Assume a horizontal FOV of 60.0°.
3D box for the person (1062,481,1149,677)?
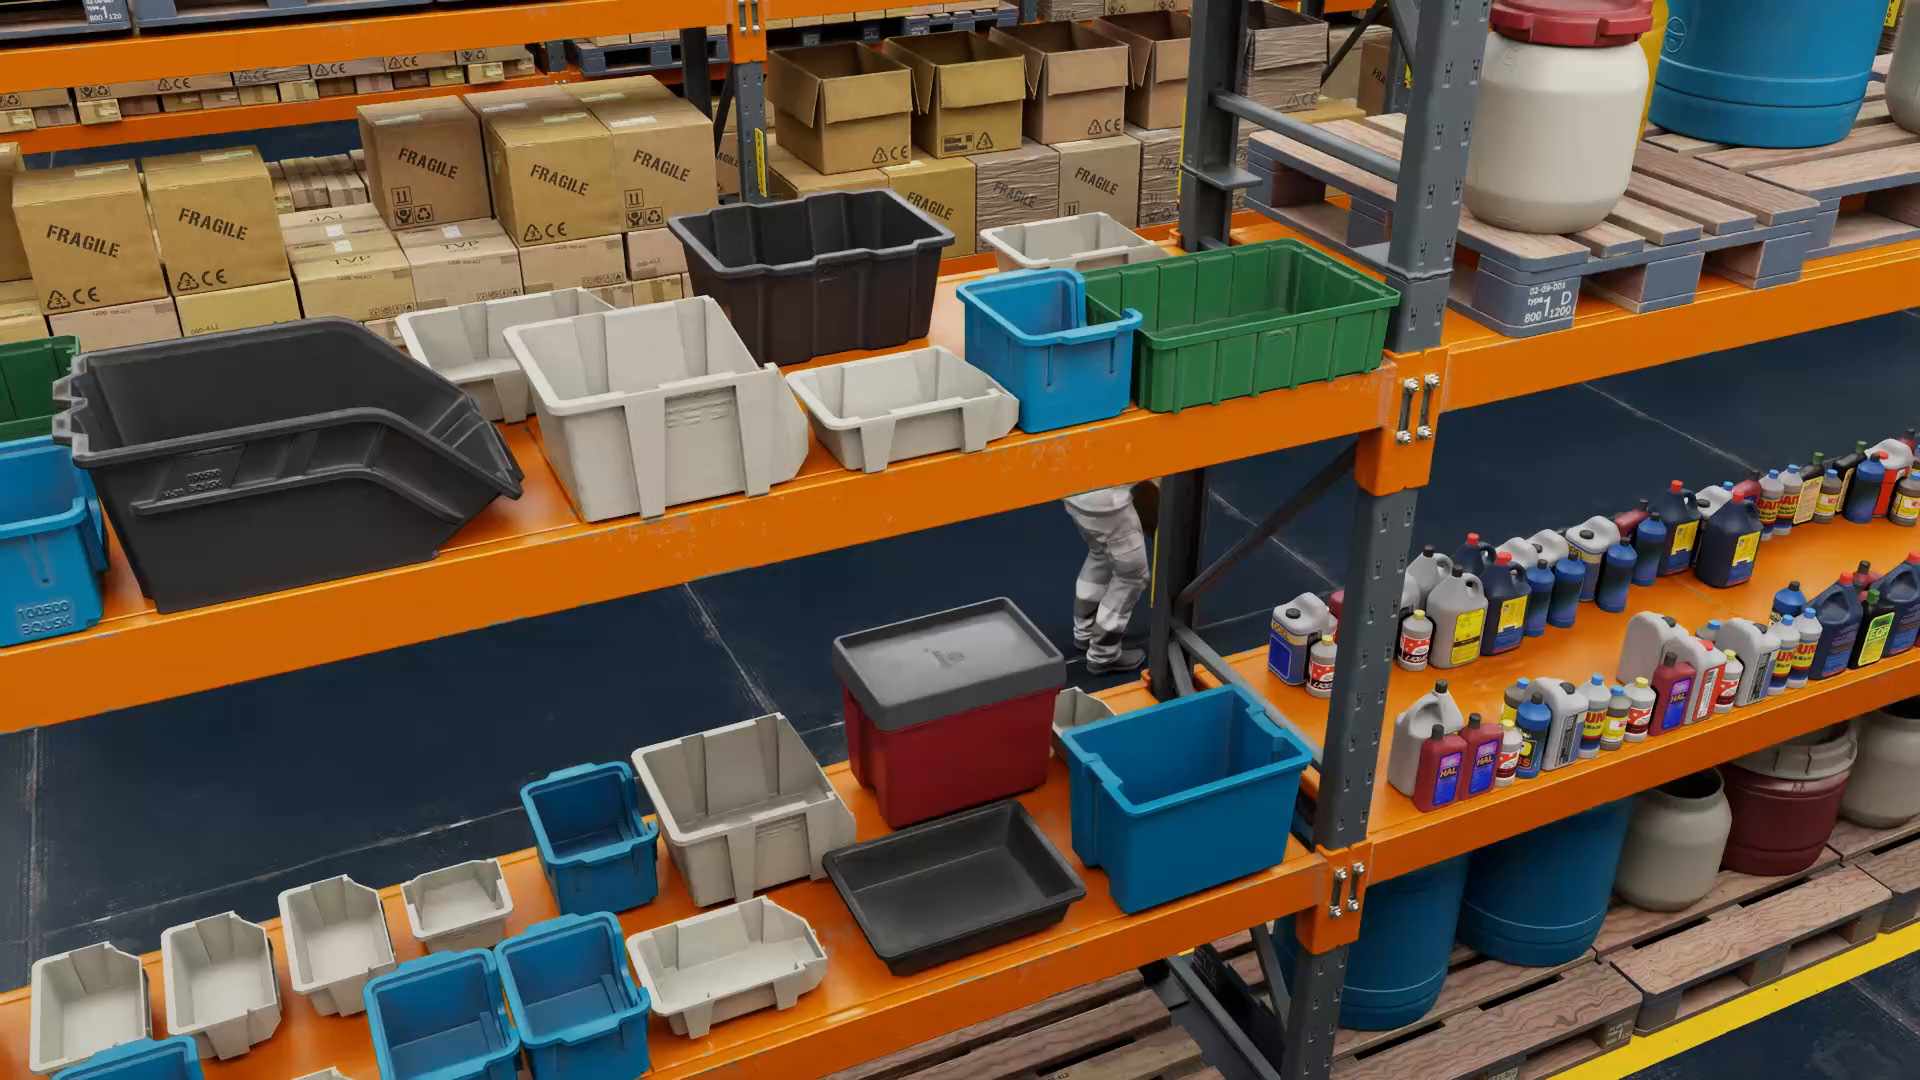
[{"bbox_3d":[0.827,-0.161,7.654,0.822,1.528,0.492,-14,32,-23],"label":"person"}]
